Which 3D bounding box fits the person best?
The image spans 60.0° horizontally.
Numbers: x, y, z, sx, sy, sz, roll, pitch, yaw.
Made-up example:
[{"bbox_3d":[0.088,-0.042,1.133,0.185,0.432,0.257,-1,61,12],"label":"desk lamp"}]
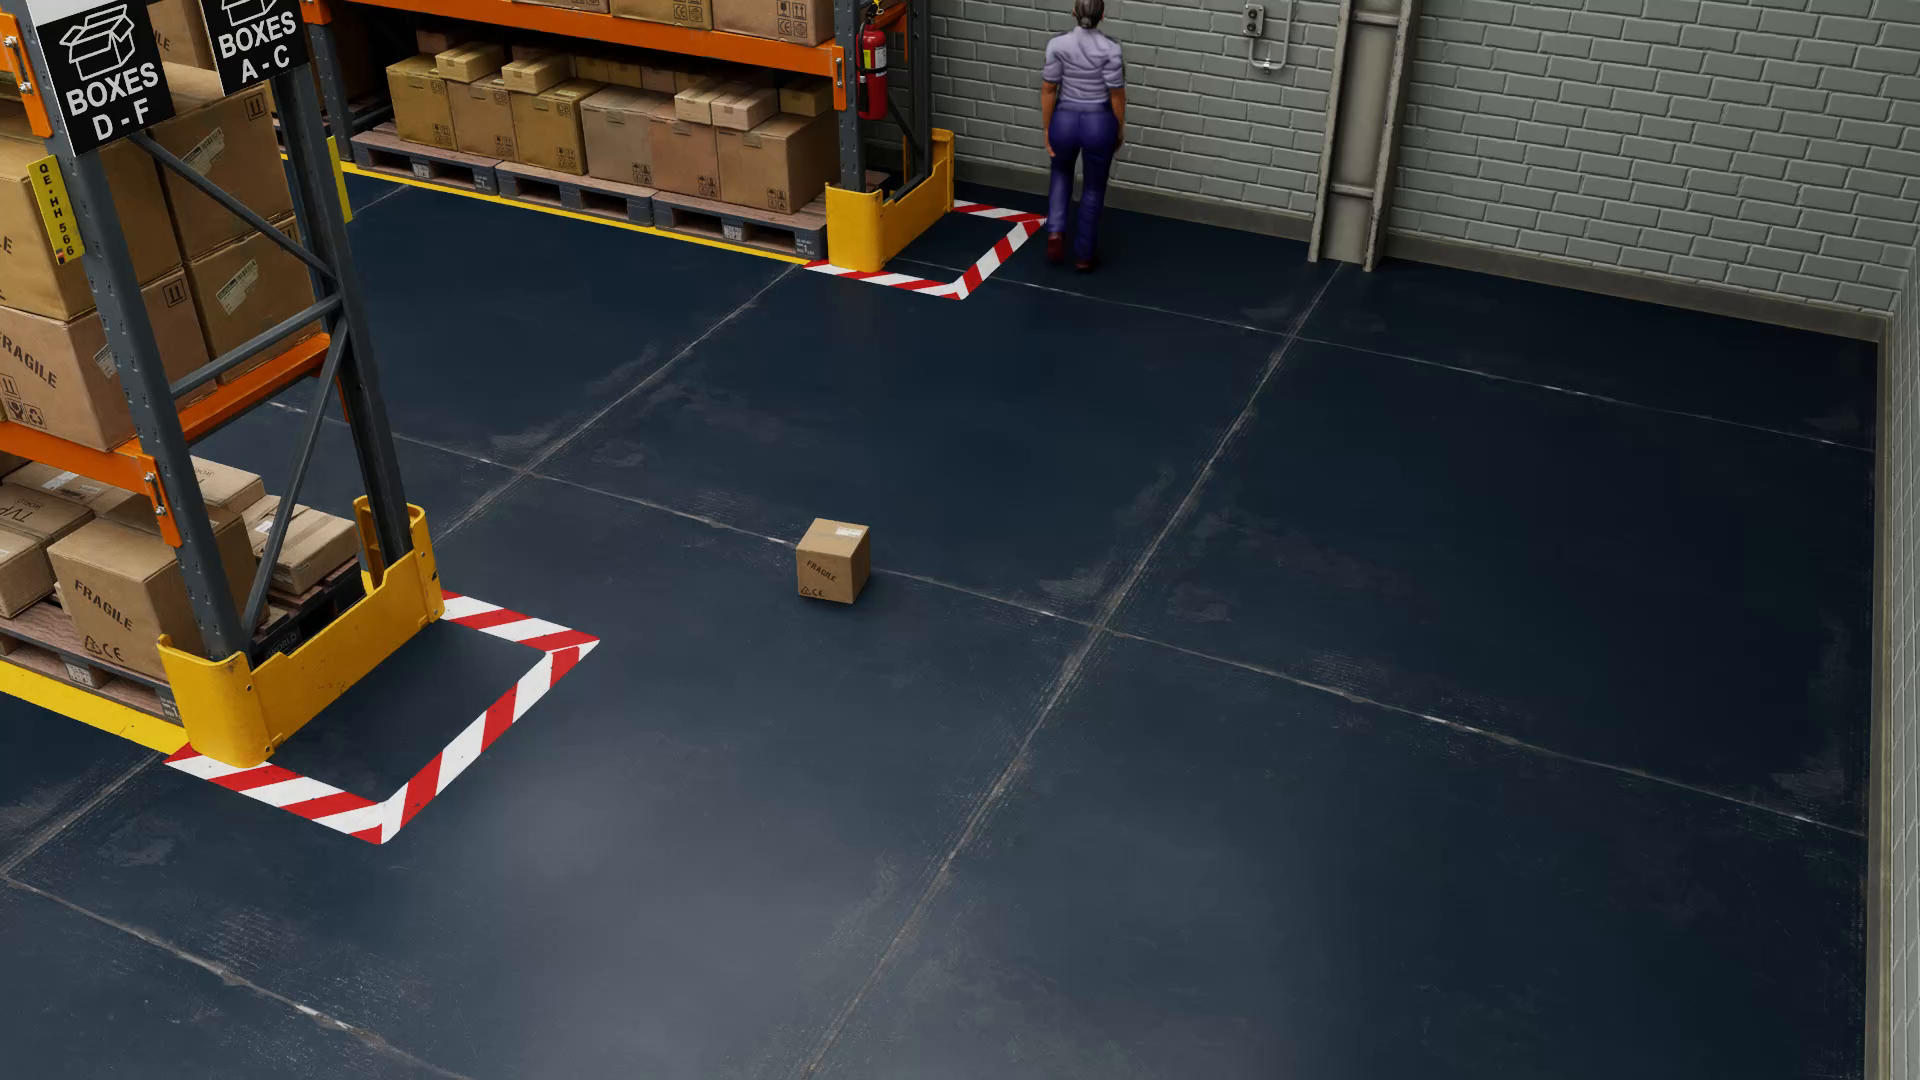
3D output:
[{"bbox_3d":[0.728,-2.387,9.690,0.475,1.667,0.430,10,35,14],"label":"person"}]
